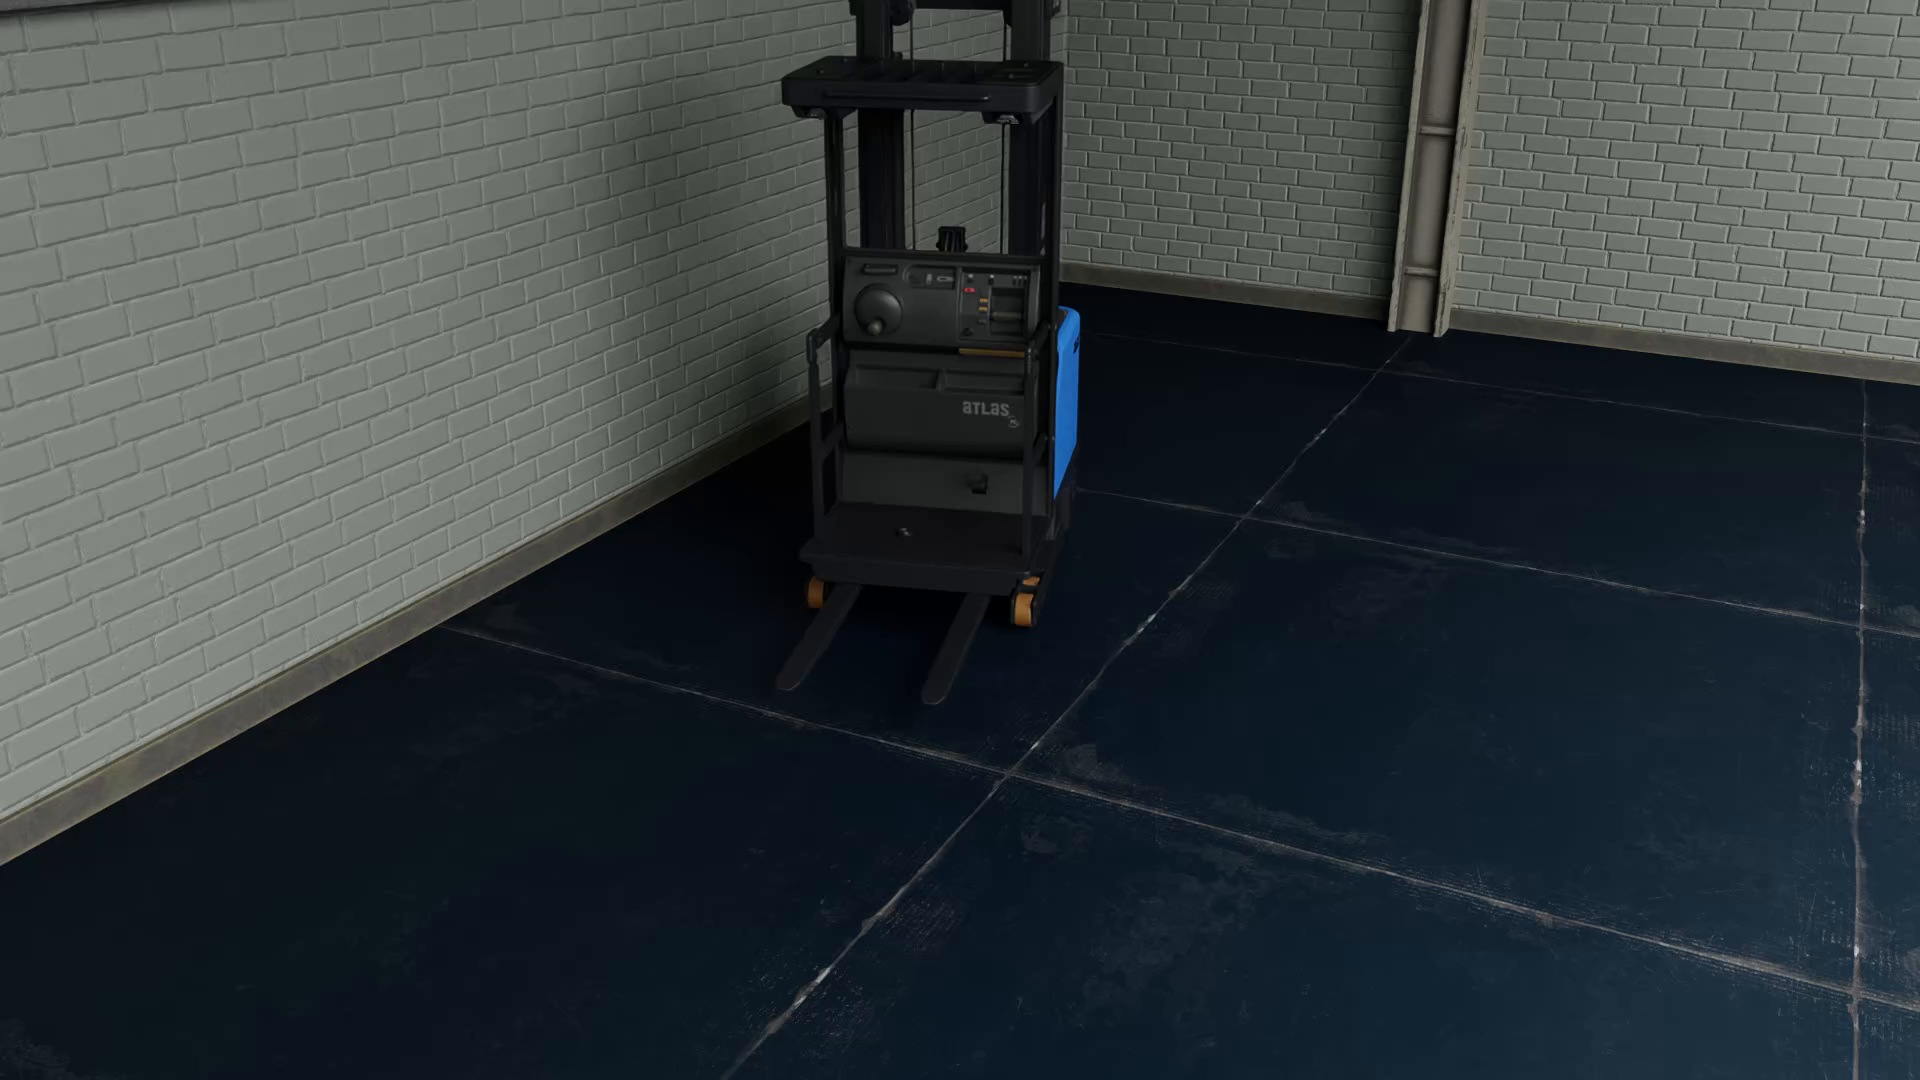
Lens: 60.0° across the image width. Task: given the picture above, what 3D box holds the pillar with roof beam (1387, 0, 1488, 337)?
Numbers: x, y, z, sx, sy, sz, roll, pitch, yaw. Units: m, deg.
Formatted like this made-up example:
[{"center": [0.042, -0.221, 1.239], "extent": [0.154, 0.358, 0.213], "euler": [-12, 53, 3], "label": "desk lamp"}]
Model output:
[{"center": [1.493, -4.221, 7.176], "extent": [0.400, 9.000, 9.100], "euler": [11, 25, 25], "label": "pillar with roof beam"}]

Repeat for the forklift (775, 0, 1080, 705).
[{"center": [-0.128, -1.094, 7.578], "extent": [1.130, 2.935, 3.031], "euler": [4, 23, 10], "label": "forklift"}]
